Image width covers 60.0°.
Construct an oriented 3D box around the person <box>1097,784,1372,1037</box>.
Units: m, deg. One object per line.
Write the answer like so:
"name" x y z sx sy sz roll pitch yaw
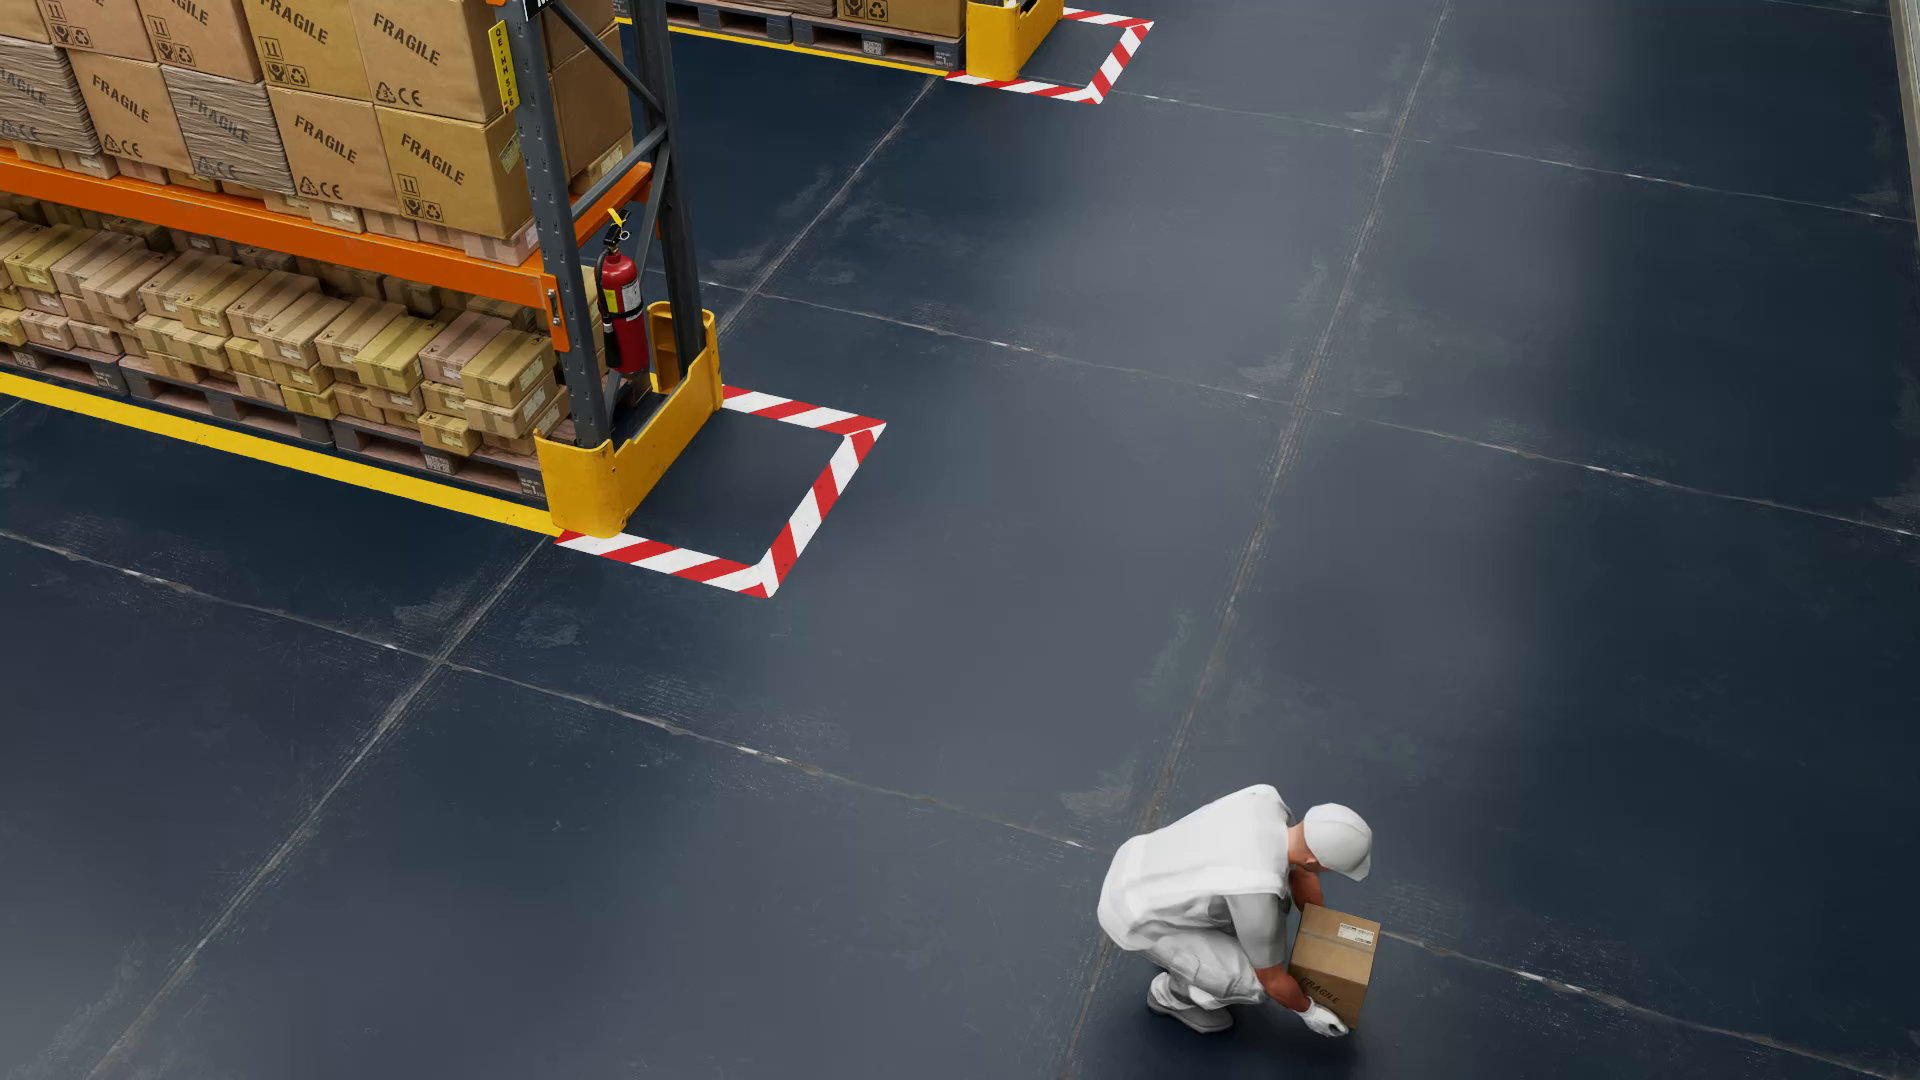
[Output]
"person" 0.901 1.173 5.409 0.873 0.992 0.561 14 43 15
